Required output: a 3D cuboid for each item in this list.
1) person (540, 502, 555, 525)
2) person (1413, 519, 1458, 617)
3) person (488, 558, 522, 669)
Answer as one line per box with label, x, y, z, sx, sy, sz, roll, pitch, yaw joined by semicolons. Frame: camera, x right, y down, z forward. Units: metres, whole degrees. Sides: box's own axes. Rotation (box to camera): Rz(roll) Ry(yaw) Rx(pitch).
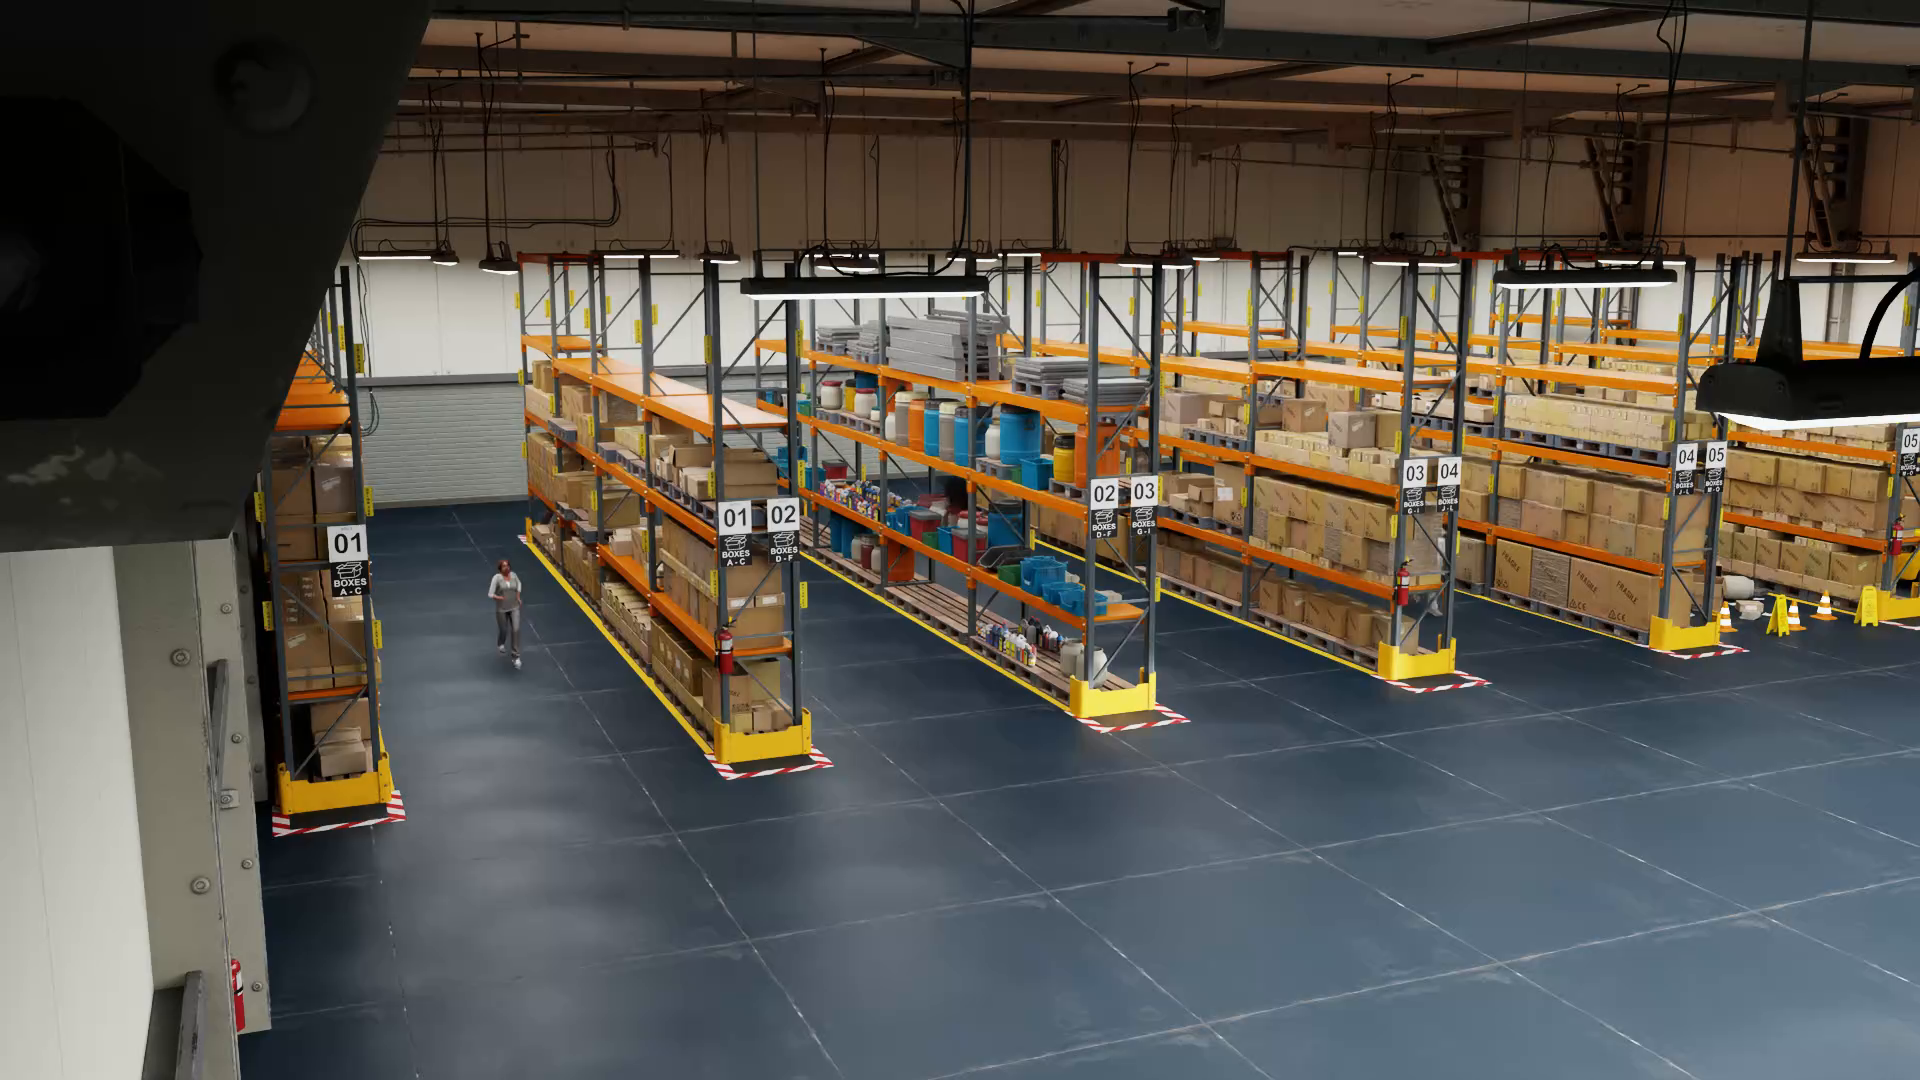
person;-8.881;-1.026;35.997;0.539;1.660;0.653;0;10;-2
person;7.952;0.375;28.226;0.644;1.764;0.839;-7;12;-32
person;-6.754;1.055;24.775;0.536;1.610;0.875;-6;12;-28
